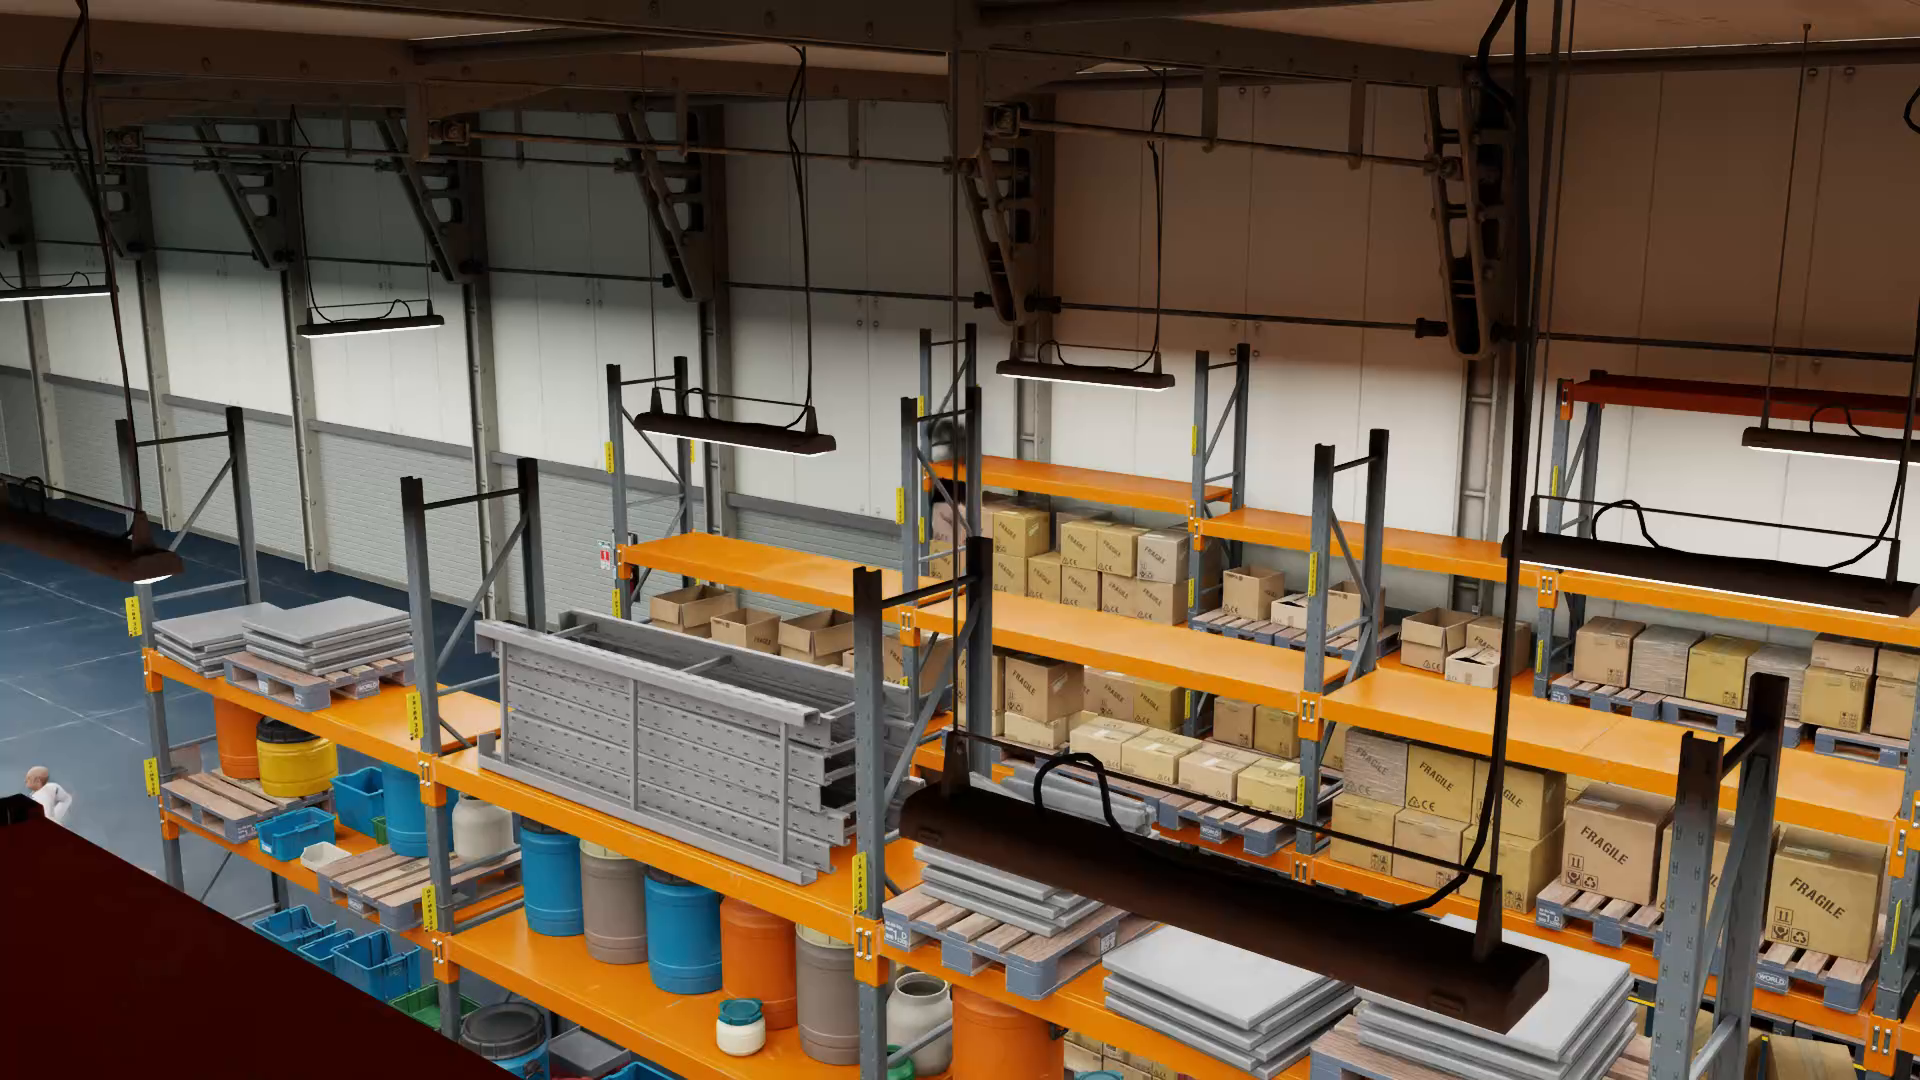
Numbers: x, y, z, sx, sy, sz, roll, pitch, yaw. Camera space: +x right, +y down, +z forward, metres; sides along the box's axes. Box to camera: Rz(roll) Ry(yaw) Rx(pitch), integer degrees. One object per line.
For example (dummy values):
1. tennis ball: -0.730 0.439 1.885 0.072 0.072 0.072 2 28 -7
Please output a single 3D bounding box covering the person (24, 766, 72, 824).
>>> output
1. person: -9.706 3.274 17.702 0.876 1.822 0.694 -6 14 -25
